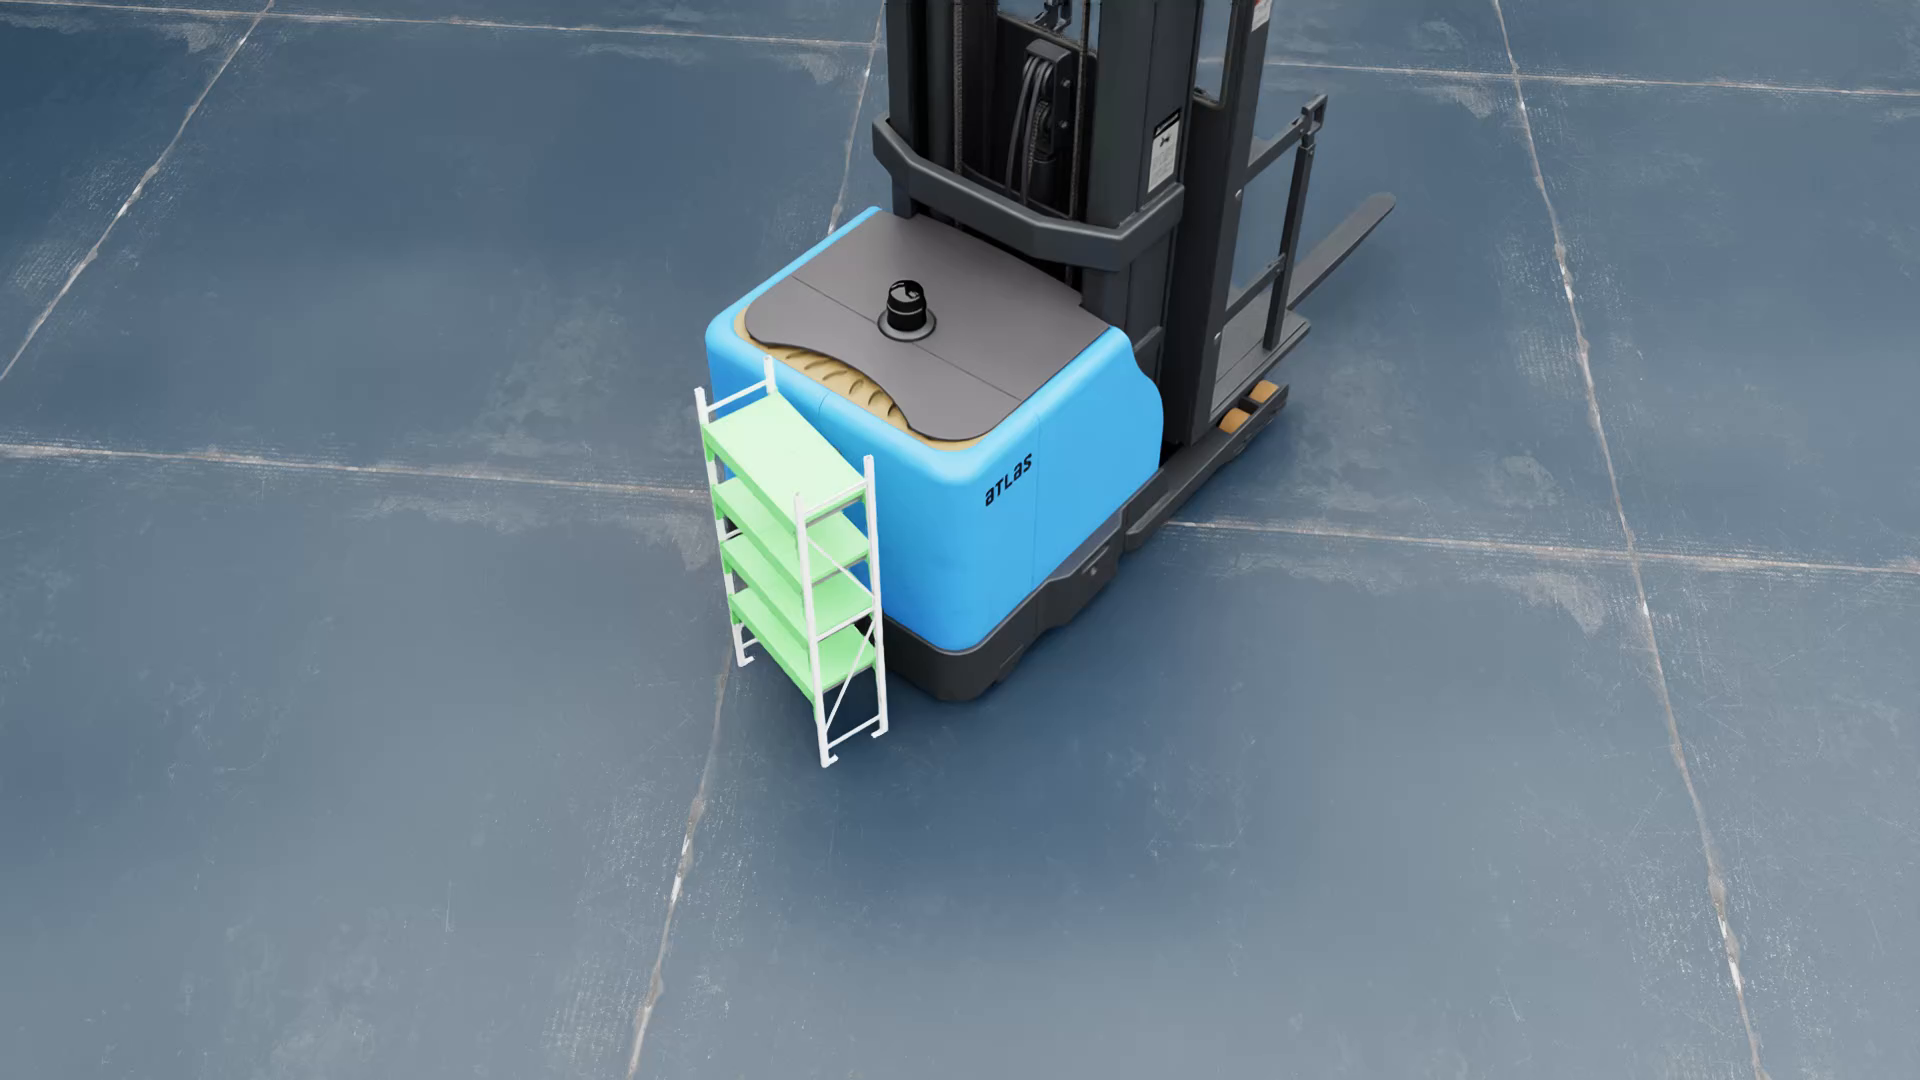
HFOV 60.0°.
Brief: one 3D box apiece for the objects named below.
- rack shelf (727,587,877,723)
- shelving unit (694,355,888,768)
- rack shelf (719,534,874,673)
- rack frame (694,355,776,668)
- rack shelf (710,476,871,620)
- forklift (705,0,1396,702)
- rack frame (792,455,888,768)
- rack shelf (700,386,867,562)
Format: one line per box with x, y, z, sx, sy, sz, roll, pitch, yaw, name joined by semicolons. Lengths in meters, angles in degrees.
-0.472;0.300;5.074;0.258;0.148;0.480;-29;54;-24;rack shelf
-0.472;0.095;4.850;0.258;1.200;0.503;-29;54;-24;shelving unit
-0.472;0.138;4.897;0.258;0.148;0.480;-29;54;-24;rack shelf
-0.618;-0.050;4.982;0.240;1.200;0.015;-29;54;-24;rack frame
-0.472;-0.024;4.720;0.258;0.148;0.480;-29;54;-24;rack shelf
0.551;-1.512;5.147;1.130;2.935;3.031;31;55;25;forklift
-0.326;0.239;4.718;0.240;1.200;0.015;-29;54;-24;rack frame
-0.472;-0.186;4.543;0.258;0.148;0.480;-29;54;-24;rack shelf
